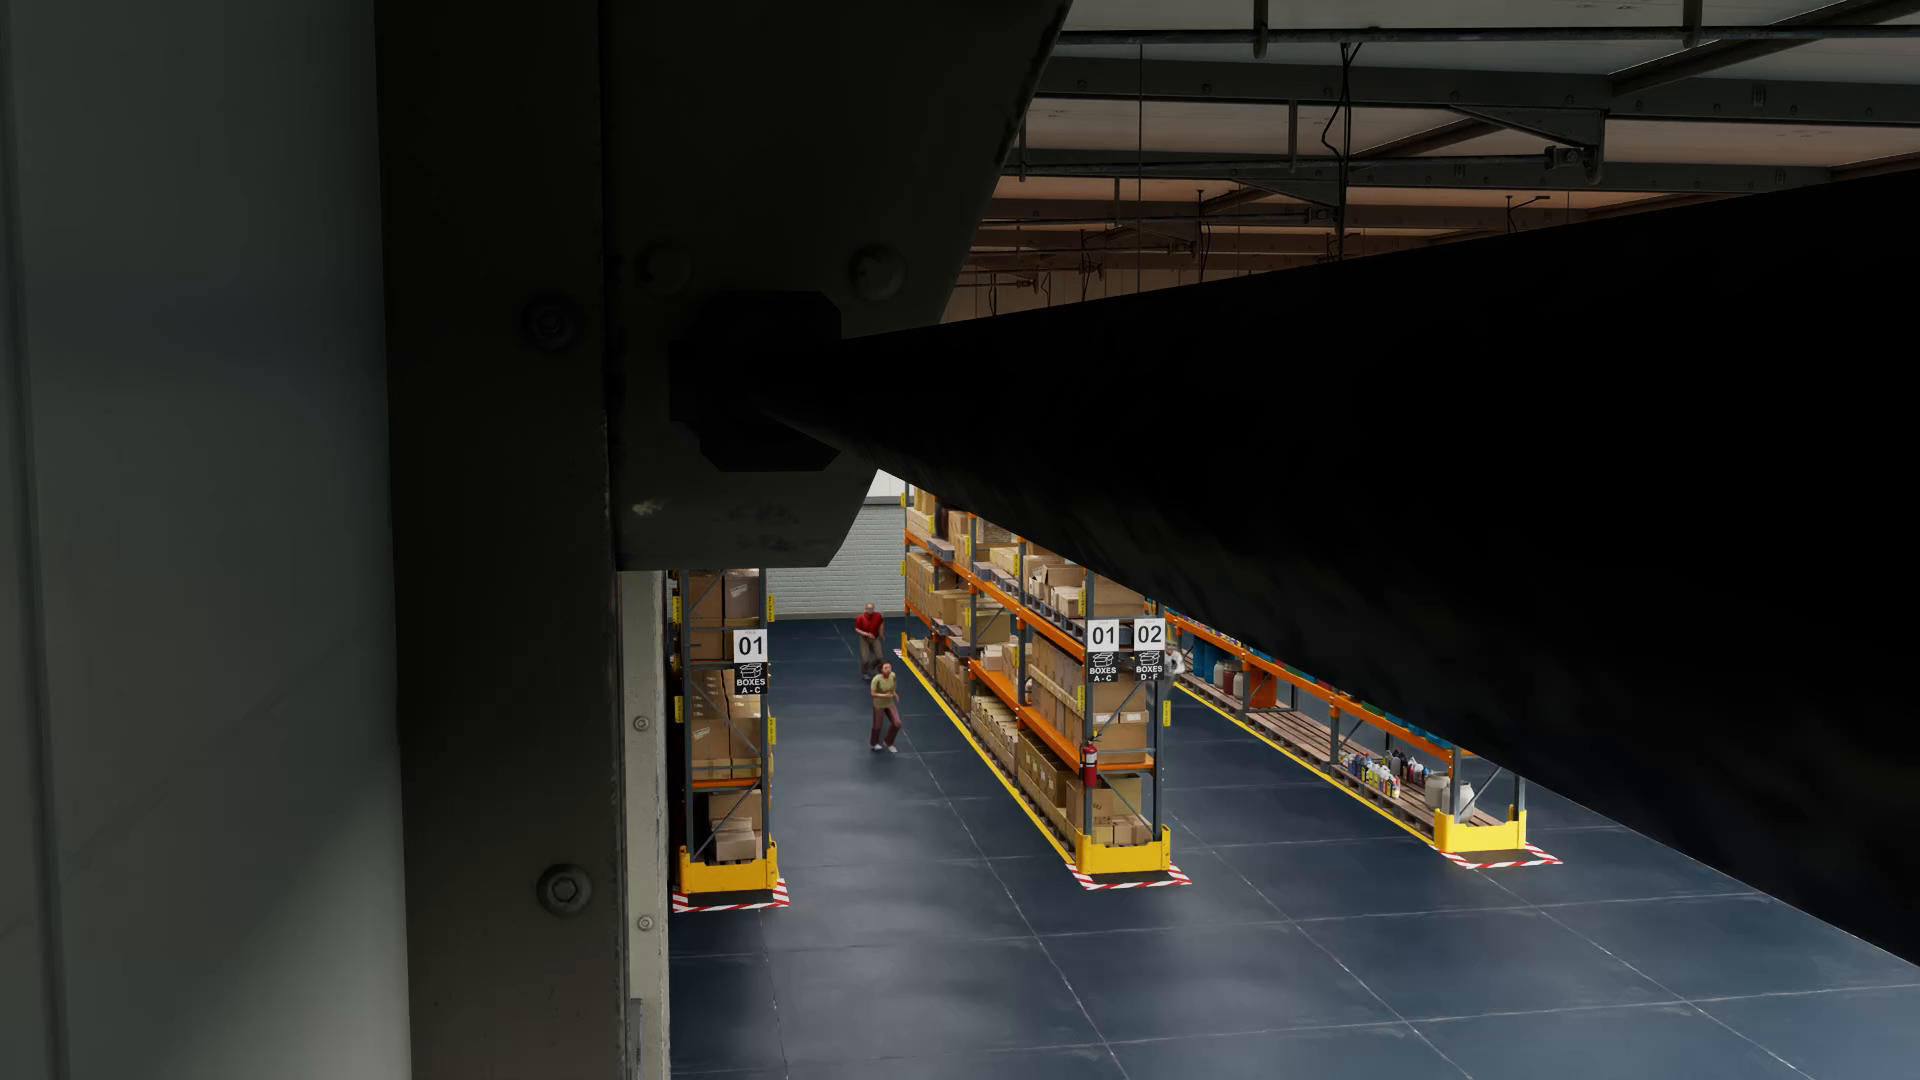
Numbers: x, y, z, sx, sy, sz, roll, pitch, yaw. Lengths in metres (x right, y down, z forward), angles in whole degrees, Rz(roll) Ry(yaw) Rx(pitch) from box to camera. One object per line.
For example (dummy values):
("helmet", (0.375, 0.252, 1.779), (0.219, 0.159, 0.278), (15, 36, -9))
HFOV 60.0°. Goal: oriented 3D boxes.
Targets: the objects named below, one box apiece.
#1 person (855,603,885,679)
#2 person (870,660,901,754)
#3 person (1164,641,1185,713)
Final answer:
("person", (-1.816, 2.048, 33.604), (0.664, 1.613, 0.798), (-2, 6, -18))
("person", (-1.241, 2.717, 27.219), (0.579, 1.579, 0.885), (-3, 7, -25))
("person", (3.788, 2.491, 30.261), (0.592, 1.462, 1.096), (1, 6, 7))
